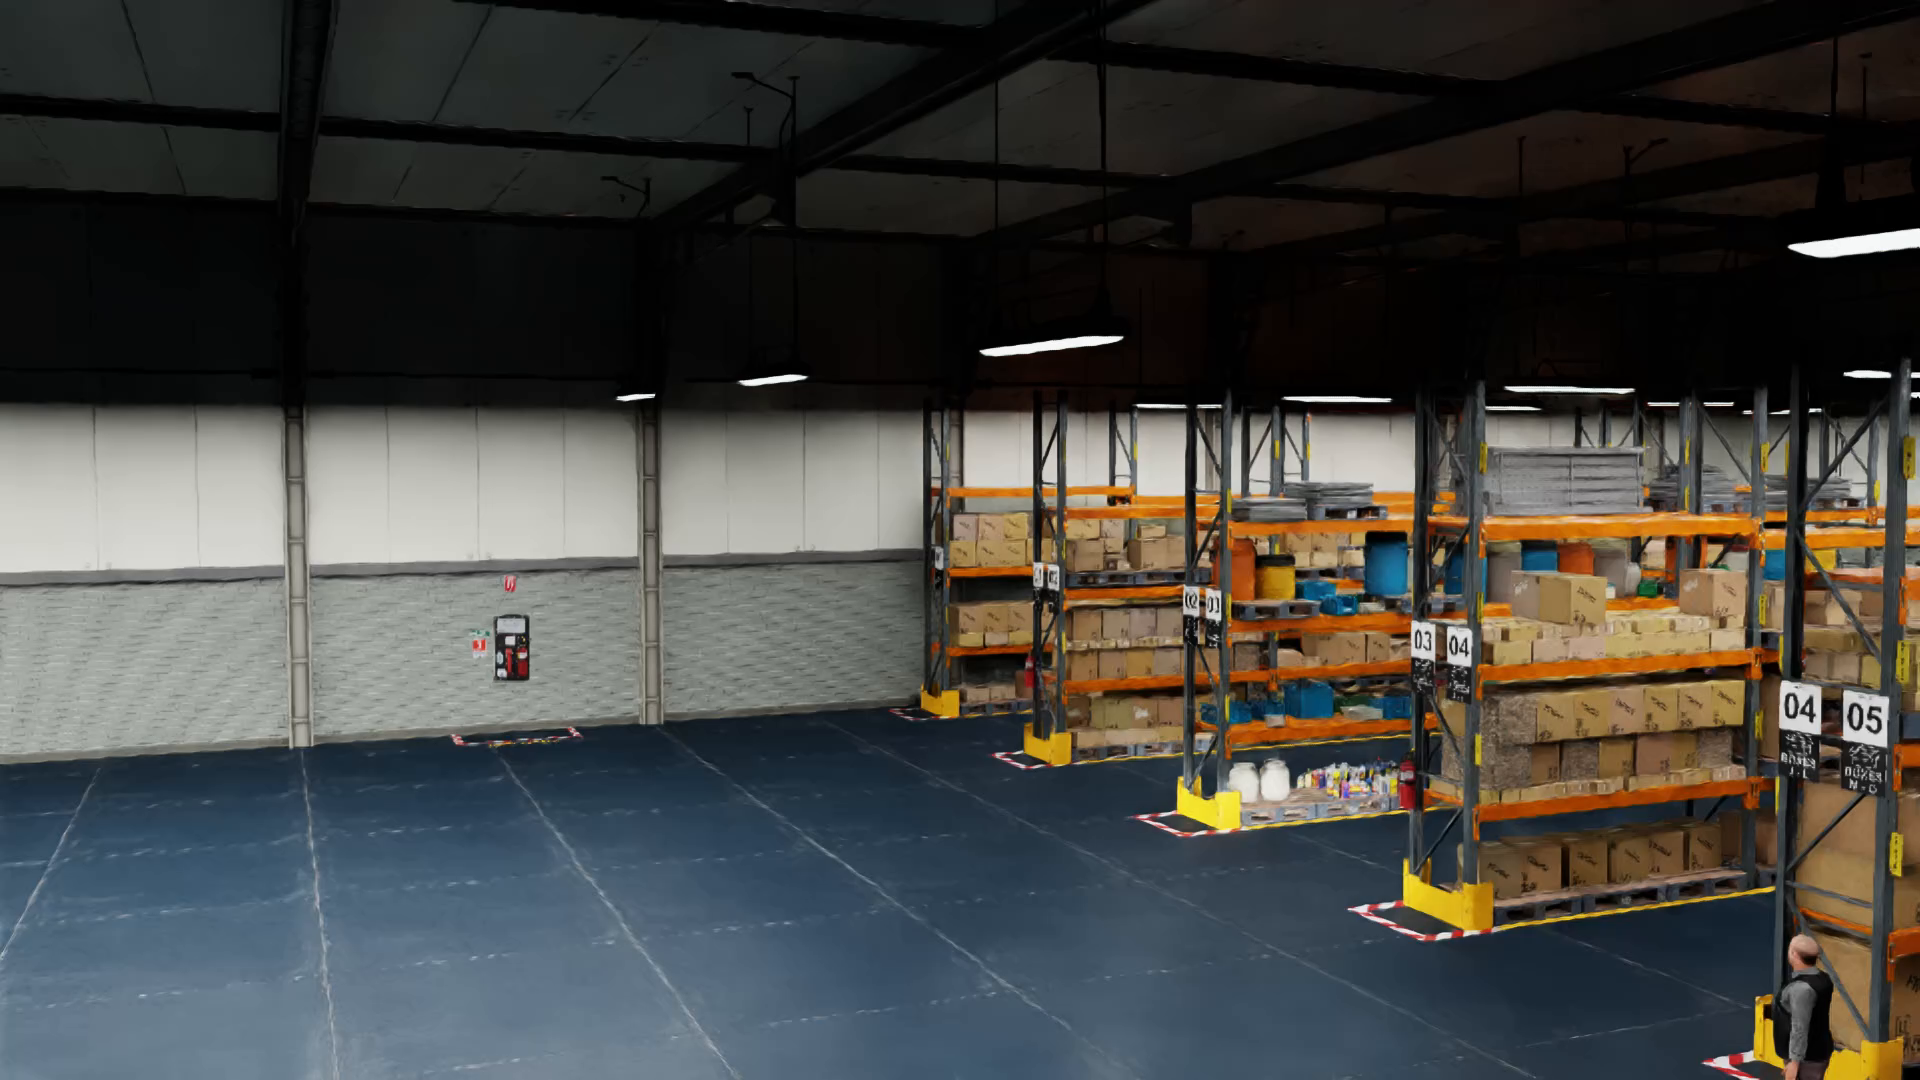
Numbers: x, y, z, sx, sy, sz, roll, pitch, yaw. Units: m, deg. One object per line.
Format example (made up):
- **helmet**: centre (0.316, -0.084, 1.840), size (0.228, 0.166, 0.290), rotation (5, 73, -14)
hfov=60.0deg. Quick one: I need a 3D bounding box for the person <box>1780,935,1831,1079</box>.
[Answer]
- **person**: centre (5.958, 3.631, 11.606), size (0.544, 1.714, 0.631), rotation (3, 4, 39)
